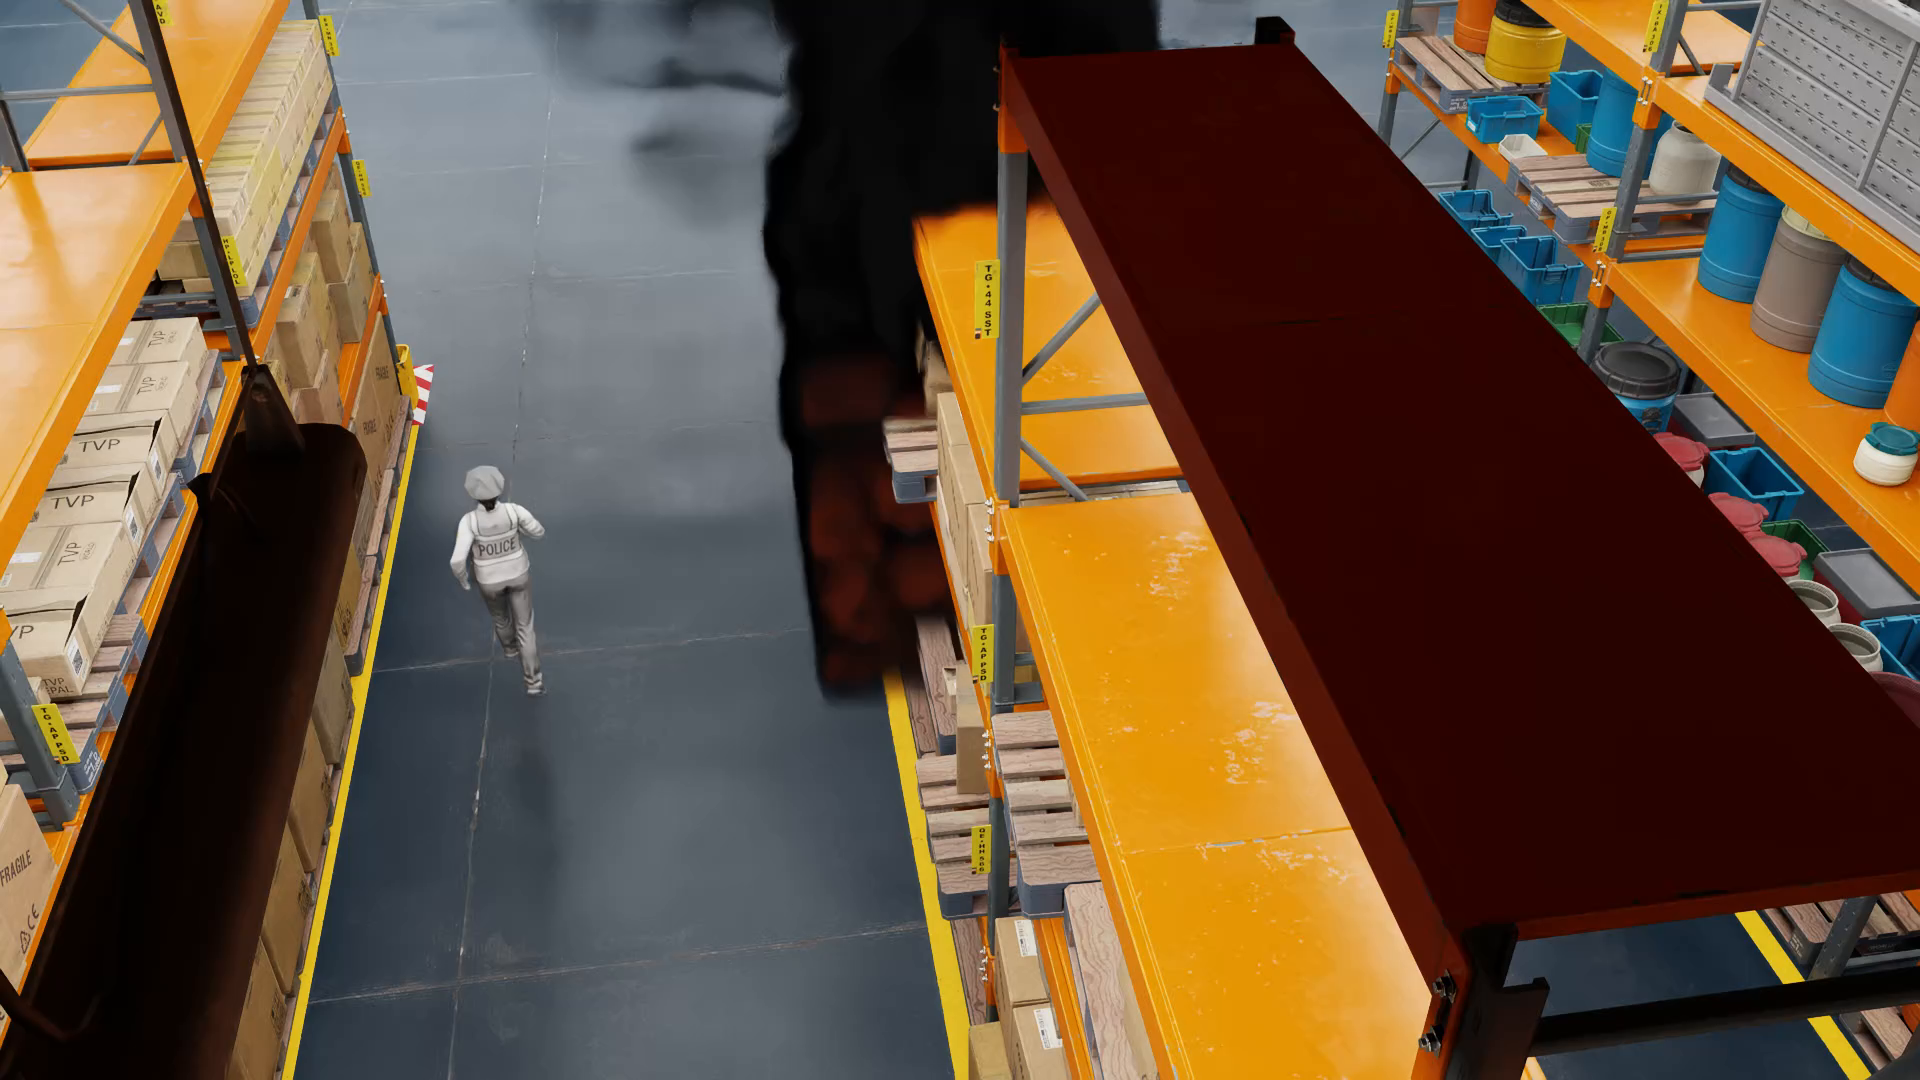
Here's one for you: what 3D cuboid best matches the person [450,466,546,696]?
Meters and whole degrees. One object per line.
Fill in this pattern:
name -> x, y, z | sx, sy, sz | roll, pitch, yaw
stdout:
person -> -3.055, 0.265, 11.153 | 0.638, 1.743, 0.833 | -12, 38, -16
